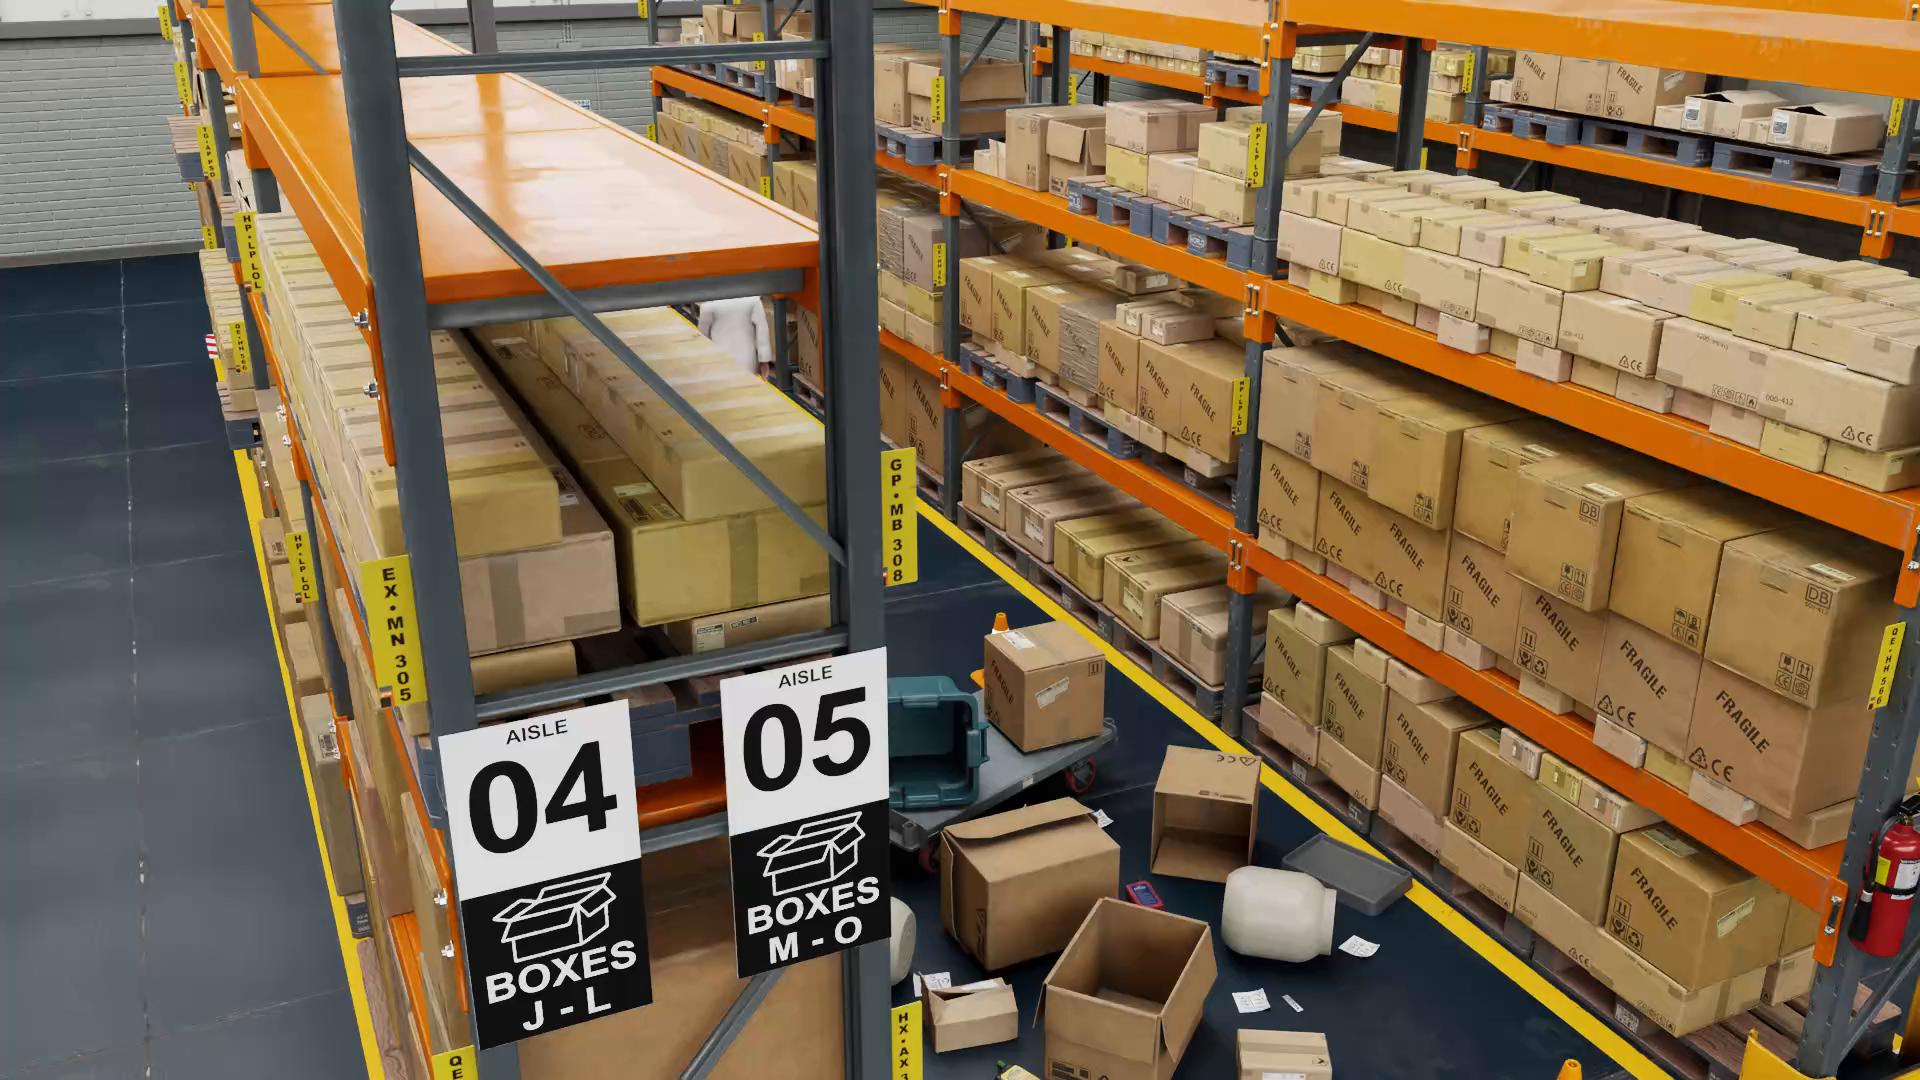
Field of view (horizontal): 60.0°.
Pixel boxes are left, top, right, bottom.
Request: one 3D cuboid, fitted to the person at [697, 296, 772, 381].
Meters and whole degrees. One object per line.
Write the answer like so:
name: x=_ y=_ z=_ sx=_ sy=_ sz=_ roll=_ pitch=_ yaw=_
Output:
person: x=-2.002 y=-1.602 z=14.600 sx=0.590 sy=1.726 sz=1.111 roll=-11 pitch=24 yaw=-26
